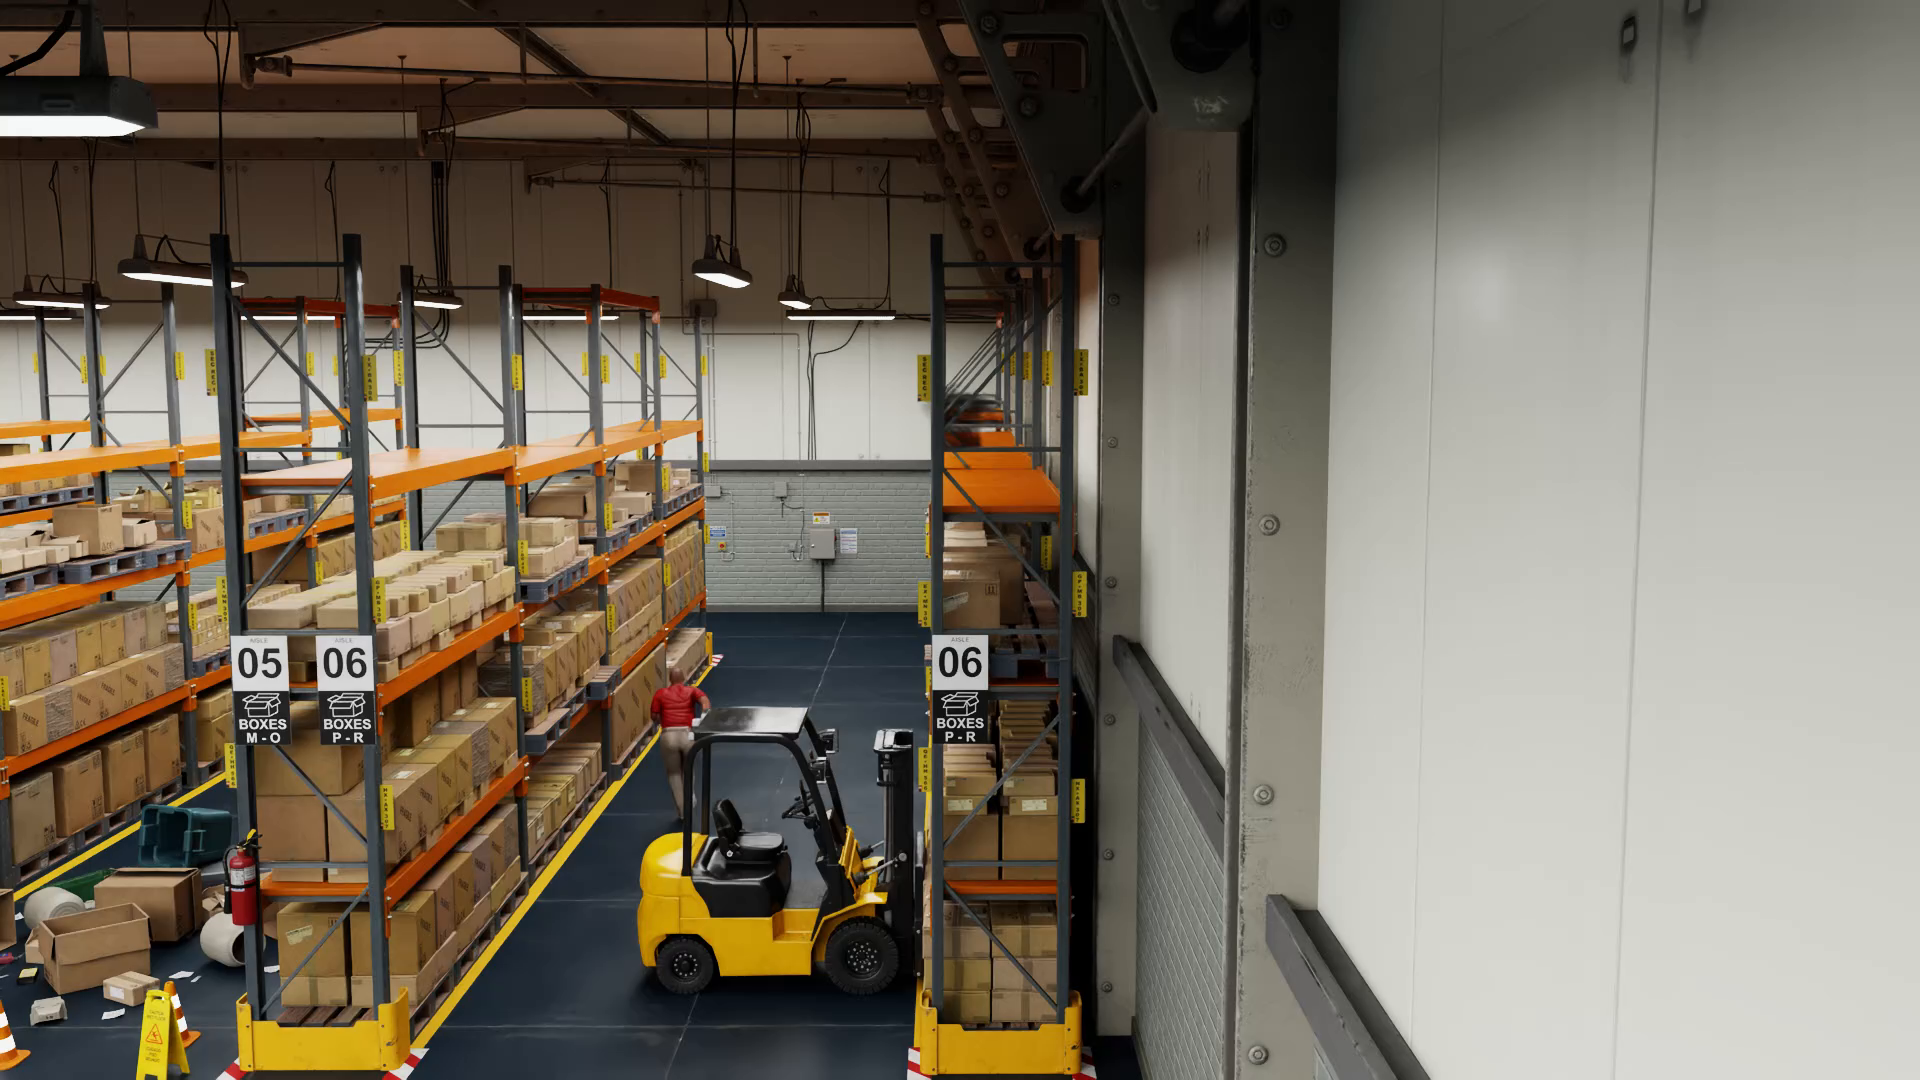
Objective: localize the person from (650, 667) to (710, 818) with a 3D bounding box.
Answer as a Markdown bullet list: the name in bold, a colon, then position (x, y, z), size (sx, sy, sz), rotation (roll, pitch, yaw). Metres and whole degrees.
- **person**: position (-3.165, 2.271, 18.785), size (0.635, 1.650, 0.802), rotation (-2, 7, -17)

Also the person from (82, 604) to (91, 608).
- **person**: position (-12.926, 1.732, 24.886), size (0.542, 1.389, 0.793), rotation (-1, 6, -8)
